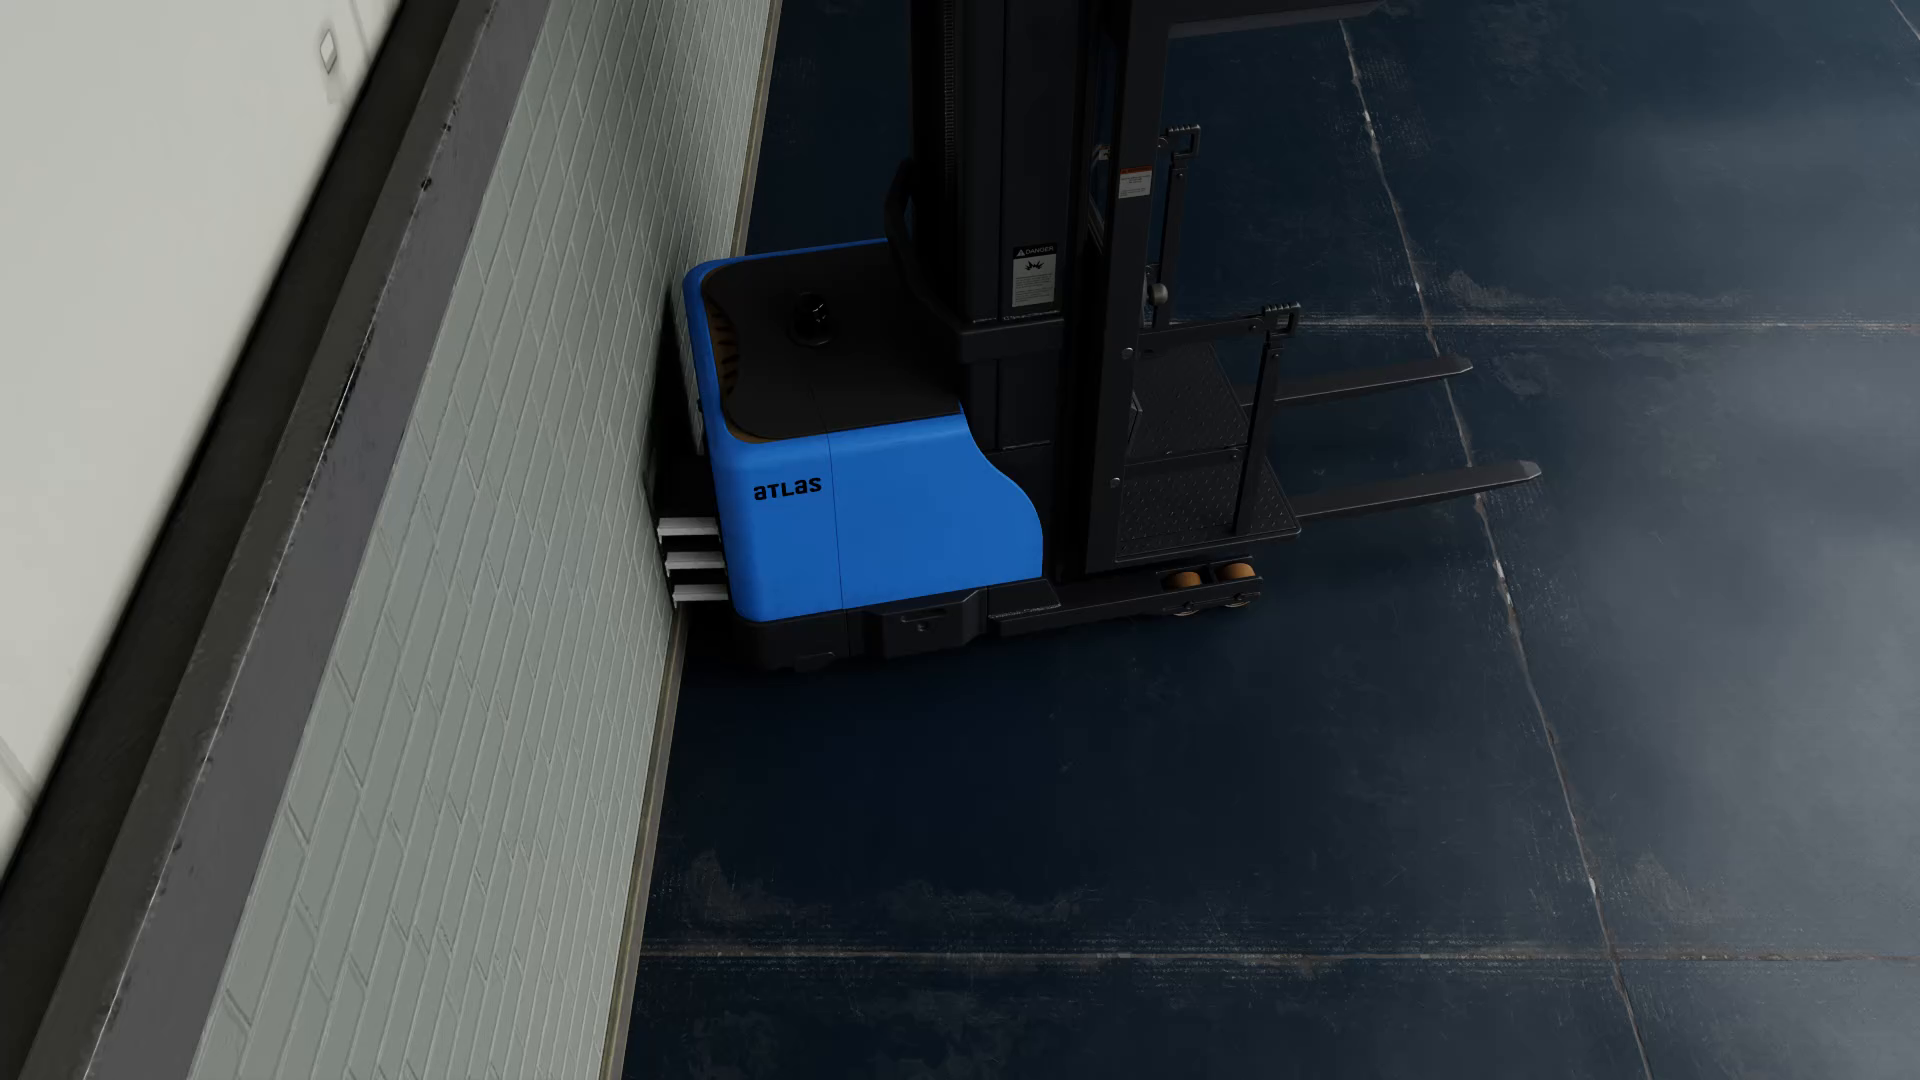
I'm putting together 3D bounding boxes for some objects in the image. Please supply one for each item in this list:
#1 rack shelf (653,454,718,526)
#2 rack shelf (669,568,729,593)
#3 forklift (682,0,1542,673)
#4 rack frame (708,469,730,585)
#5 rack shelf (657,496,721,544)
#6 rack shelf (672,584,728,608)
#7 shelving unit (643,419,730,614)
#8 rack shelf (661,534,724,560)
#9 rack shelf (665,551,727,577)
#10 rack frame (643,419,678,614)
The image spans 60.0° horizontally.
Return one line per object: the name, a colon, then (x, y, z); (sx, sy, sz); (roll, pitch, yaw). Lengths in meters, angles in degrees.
rack shelf: (-0.893, -0.166, 5.464); (0.200, 0.077, 0.258); (-1, 51, -1)
rack shelf: (-0.891, 0.059, 5.745); (0.200, 0.077, 0.258); (-1, 51, -1)
forklift: (0.614, -1.097, 5.268); (3.031, 2.935, 1.130); (-9, 48, -8)
rack frame: (-0.790, -0.021, 5.650); (0.006, 0.900, 0.240); (-1, 51, -1)
rack shelf: (-0.893, -0.110, 5.535); (0.200, 0.077, 0.258); (-1, 51, -1)
rack shelf: (-0.891, 0.115, 5.816); (0.200, 0.077, 0.258); (-1, 51, -1)
shelving unit: (-0.892, -0.018, 5.649); (0.210, 0.900, 0.258); (-1, 51, -1)
rack shelf: (-0.892, -0.054, 5.605); (0.200, 0.077, 0.258); (-1, 51, -1)
rack shelf: (-0.892, 0.002, 5.675); (0.200, 0.077, 0.258); (-1, 51, -1)
rack frame: (-0.993, -0.016, 5.648); (0.006, 0.900, 0.240); (-1, 51, -1)
